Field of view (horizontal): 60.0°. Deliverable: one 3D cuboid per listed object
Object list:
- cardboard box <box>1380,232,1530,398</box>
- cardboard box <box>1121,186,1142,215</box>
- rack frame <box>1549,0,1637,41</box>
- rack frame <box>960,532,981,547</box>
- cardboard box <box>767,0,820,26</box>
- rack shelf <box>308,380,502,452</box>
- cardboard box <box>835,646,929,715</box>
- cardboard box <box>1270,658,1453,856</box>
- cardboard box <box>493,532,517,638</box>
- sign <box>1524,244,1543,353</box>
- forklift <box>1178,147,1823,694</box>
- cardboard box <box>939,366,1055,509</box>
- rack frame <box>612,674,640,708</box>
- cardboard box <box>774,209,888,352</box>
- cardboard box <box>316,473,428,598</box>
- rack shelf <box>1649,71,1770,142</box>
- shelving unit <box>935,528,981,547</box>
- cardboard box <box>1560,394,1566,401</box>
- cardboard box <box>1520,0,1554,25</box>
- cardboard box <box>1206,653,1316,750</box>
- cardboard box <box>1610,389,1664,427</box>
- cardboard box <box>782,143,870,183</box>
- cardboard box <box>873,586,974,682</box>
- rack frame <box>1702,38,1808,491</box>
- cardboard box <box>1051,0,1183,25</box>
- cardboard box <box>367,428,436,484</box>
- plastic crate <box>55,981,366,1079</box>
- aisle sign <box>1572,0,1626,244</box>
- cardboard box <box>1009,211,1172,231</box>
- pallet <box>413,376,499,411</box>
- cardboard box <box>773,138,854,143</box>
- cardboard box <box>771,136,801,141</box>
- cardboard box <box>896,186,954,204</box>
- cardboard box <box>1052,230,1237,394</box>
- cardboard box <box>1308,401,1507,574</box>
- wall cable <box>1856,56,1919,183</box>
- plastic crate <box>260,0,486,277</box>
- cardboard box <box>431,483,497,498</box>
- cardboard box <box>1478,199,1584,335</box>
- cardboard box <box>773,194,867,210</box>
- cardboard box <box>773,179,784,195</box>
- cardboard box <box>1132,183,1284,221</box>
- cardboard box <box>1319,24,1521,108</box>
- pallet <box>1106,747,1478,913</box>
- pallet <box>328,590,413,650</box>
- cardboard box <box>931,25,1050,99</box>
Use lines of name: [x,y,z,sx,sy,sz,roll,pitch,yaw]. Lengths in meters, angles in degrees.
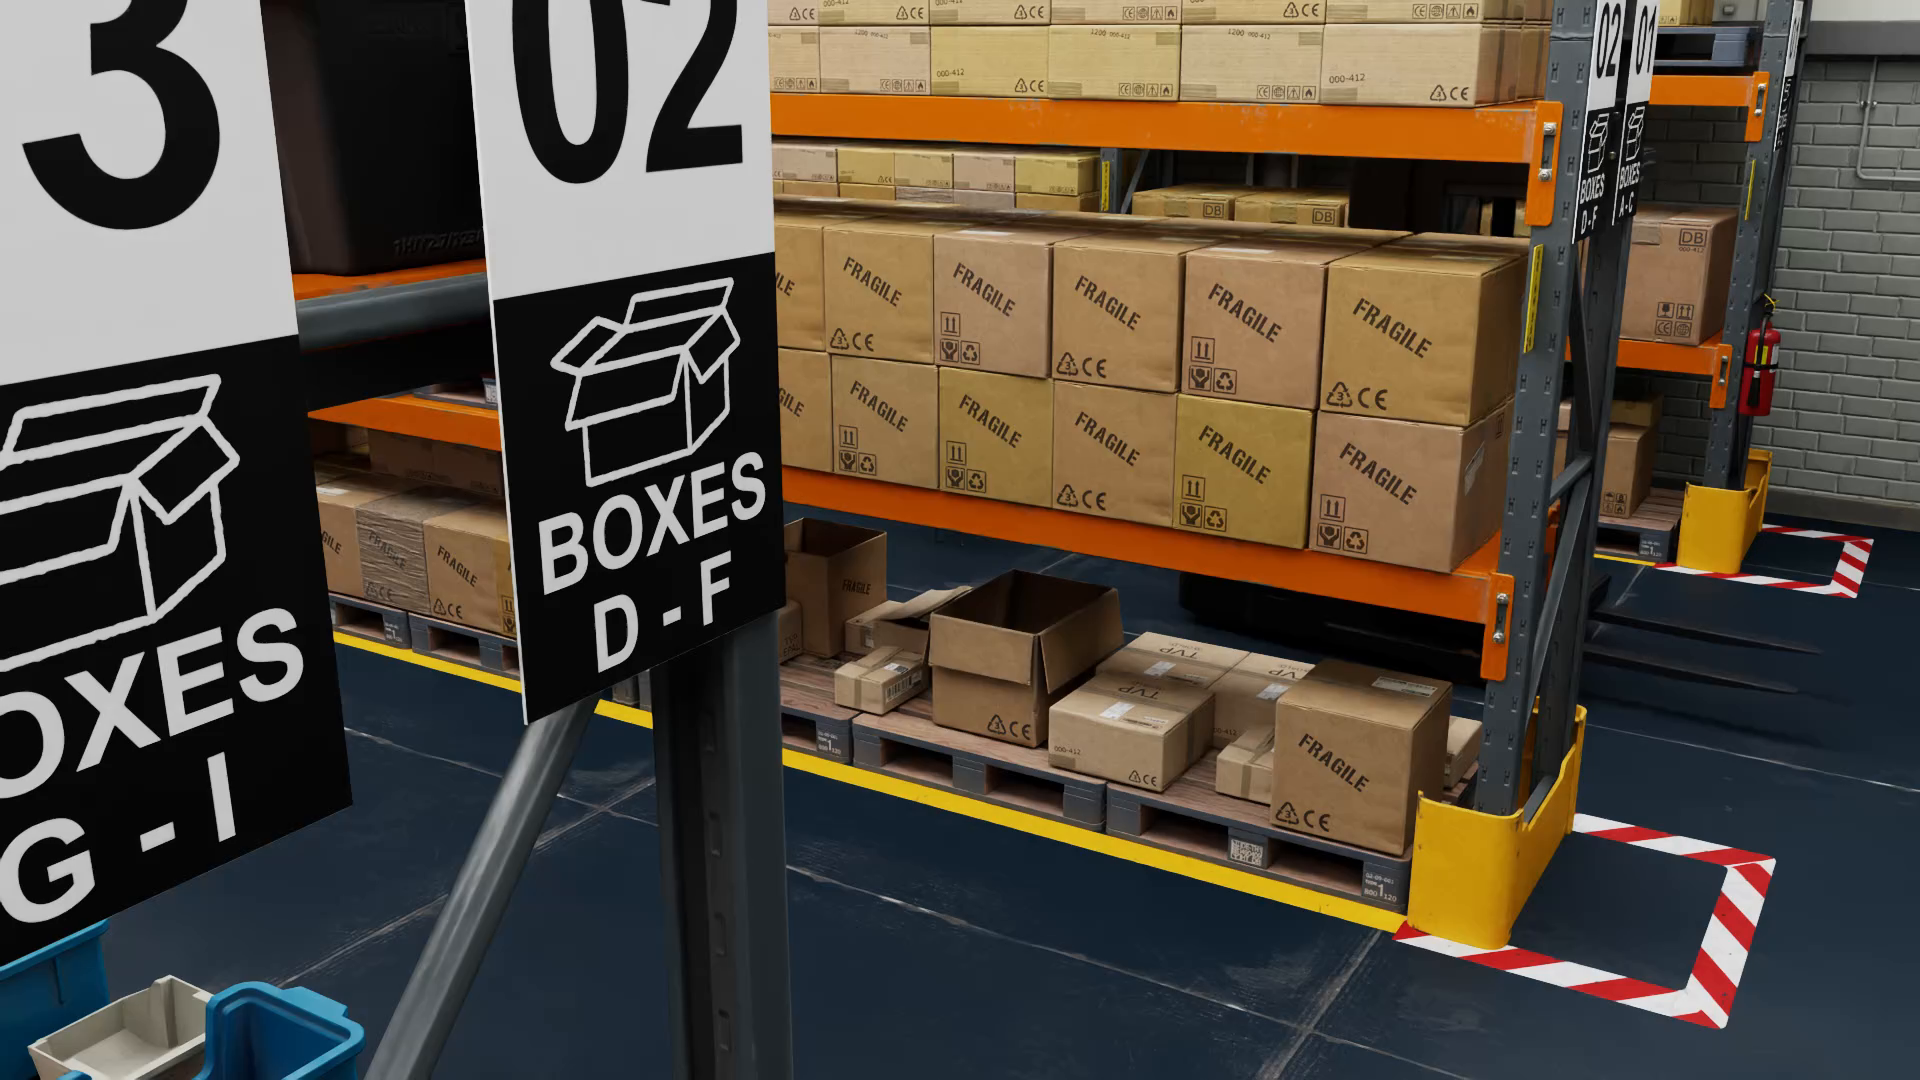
cardboard box: [1.840,-0.833,6.071,0.500,0.500,0.500,11,20,32]
cardboard box: [1.000,-2.342,12.213,0.500,0.500,0.500,9,19,28]
rack frame: [2.080,-3.045,4.922,0.127,3.000,1.000,10,20,30]
rack frame: [0.066,-0.562,10.168,0.006,1.200,0.240,10,20,30]
cardboard box: [-0.617,-2.174,6.615,0.500,0.250,0.500,10,20,30]
rack shelf: [-3.033,-0.743,8.903,4.000,0.370,1.077,10,20,30]
cardboard box: [-0.342,0.609,7.333,0.250,0.166,0.380,10,20,30]
cardboard box: [1.488,0.790,6.165,0.500,0.500,0.500,10,20,30]
cardboard box: [-1.899,0.199,8.110,0.500,0.500,0.500,10,20,30]
sign: [1.772,-0.745,5.137,0.005,0.325,0.100,10,20,30]
forklift: [2.674,-0.845,8.120,3.031,2.935,1.130,12,20,34]
cardboard box: [0.260,-0.455,6.546,0.500,0.500,0.500,10,19,29]
rack frame: [-1.329,-0.783,7.797,0.127,3.000,1.000,10,20,30]
cardboard box: [-0.635,-1.089,6.914,0.500,0.500,0.500,9,19,28]
cardboard box: [-3.178,-0.032,8.869,0.500,0.500,0.500,9,19,28]
rack shelf: [2.965,-2.797,10.505,4.000,0.370,1.077,10,20,30]
shelving unit: [-0.012,-0.576,10.214,0.189,1.200,0.258,10,20,30]
cardboard box: [3.597,-0.812,10.355,0.250,0.149,0.380,11,20,32]
cardboard box: [1.778,-1.920,5.777,0.500,0.250,0.500,10,20,30]
cardboard box: [1.339,0.702,6.884,0.500,0.250,0.500,10,20,30]
cardboard box: [4.231,-0.829,10.412,0.250,0.149,0.380,10,20,30]
cardboard box: [-1.010,-2.888,12.718,0.500,0.250,0.500,10,20,30]
cardboard box: [-0.056,0.424,7.694,0.500,0.311,0.500,10,20,30]
rack frame: [4.669,-1.402,9.835,0.127,3.000,1.000,10,20,30]
cardboard box: [0.658,-1.945,5.860,0.500,0.250,0.500,10,20,30]
cardboard box: [-2.893,-0.518,9.180,0.500,0.250,0.500,10,19,29]
plastic crate: [-1.115,0.884,2.495,0.300,0.233,0.416,10,20,30]
aisle sign: [1.978,-1.332,5.132,0.004,0.787,0.394,10,20,30]
cardboard box: [0.533,-1.065,6.835,0.500,0.500,0.500,10,20,30]
pallet: [-1.953,-0.839,8.314,1.213,0.211,1.003,10,20,30]
cardboard box: [-1.186,-3.093,13.393,0.500,0.250,0.500,9,19,28]
cardboard box: [-1.626,-3.172,13.656,0.500,0.250,0.500,11,20,32]
cardboard box: [-0.128,-2.371,12.309,0.500,0.500,0.500,10,20,30]
cardboard box: [0.681,-0.854,6.141,0.500,0.500,0.500,11,20,32]
cardboard box: [1.556,-0.223,5.782,0.500,0.500,0.500,11,20,32]
wall cable: [6.255,-1.927,9.817,1.851,1.984,0.084,10,20,30]
plastic crate: [-0.698,-0.448,1.760,0.590,0.269,0.497,10,20,30]
cardboard box: [-2.496,-0.087,9.052,0.500,0.500,0.500,10,20,31]
cardboard box: [3.603,-1.728,10.394,0.700,0.700,0.980,10,20,30]
cardboard box: [-0.762,-1.296,7.595,0.500,0.500,0.500,10,20,30]
cardboard box: [-1.427,-2.599,13.058,0.500,0.500,0.500,11,20,32]
cardboard box: [1.714,-2.067,11.509,0.700,0.700,0.980,10,20,31]
cardboard box: [1.504,-1.551,5.422,0.500,0.250,0.500,10,20,30]
pallet: [1.335,1.028,6.636,1.213,0.211,1.003,10,20,30]
pallet: [-3.085,0.252,9.189,1.213,0.211,1.003,10,20,30]
cardboard box: [0.233,-1.782,6.185,0.500,0.250,0.500,10,20,30]
